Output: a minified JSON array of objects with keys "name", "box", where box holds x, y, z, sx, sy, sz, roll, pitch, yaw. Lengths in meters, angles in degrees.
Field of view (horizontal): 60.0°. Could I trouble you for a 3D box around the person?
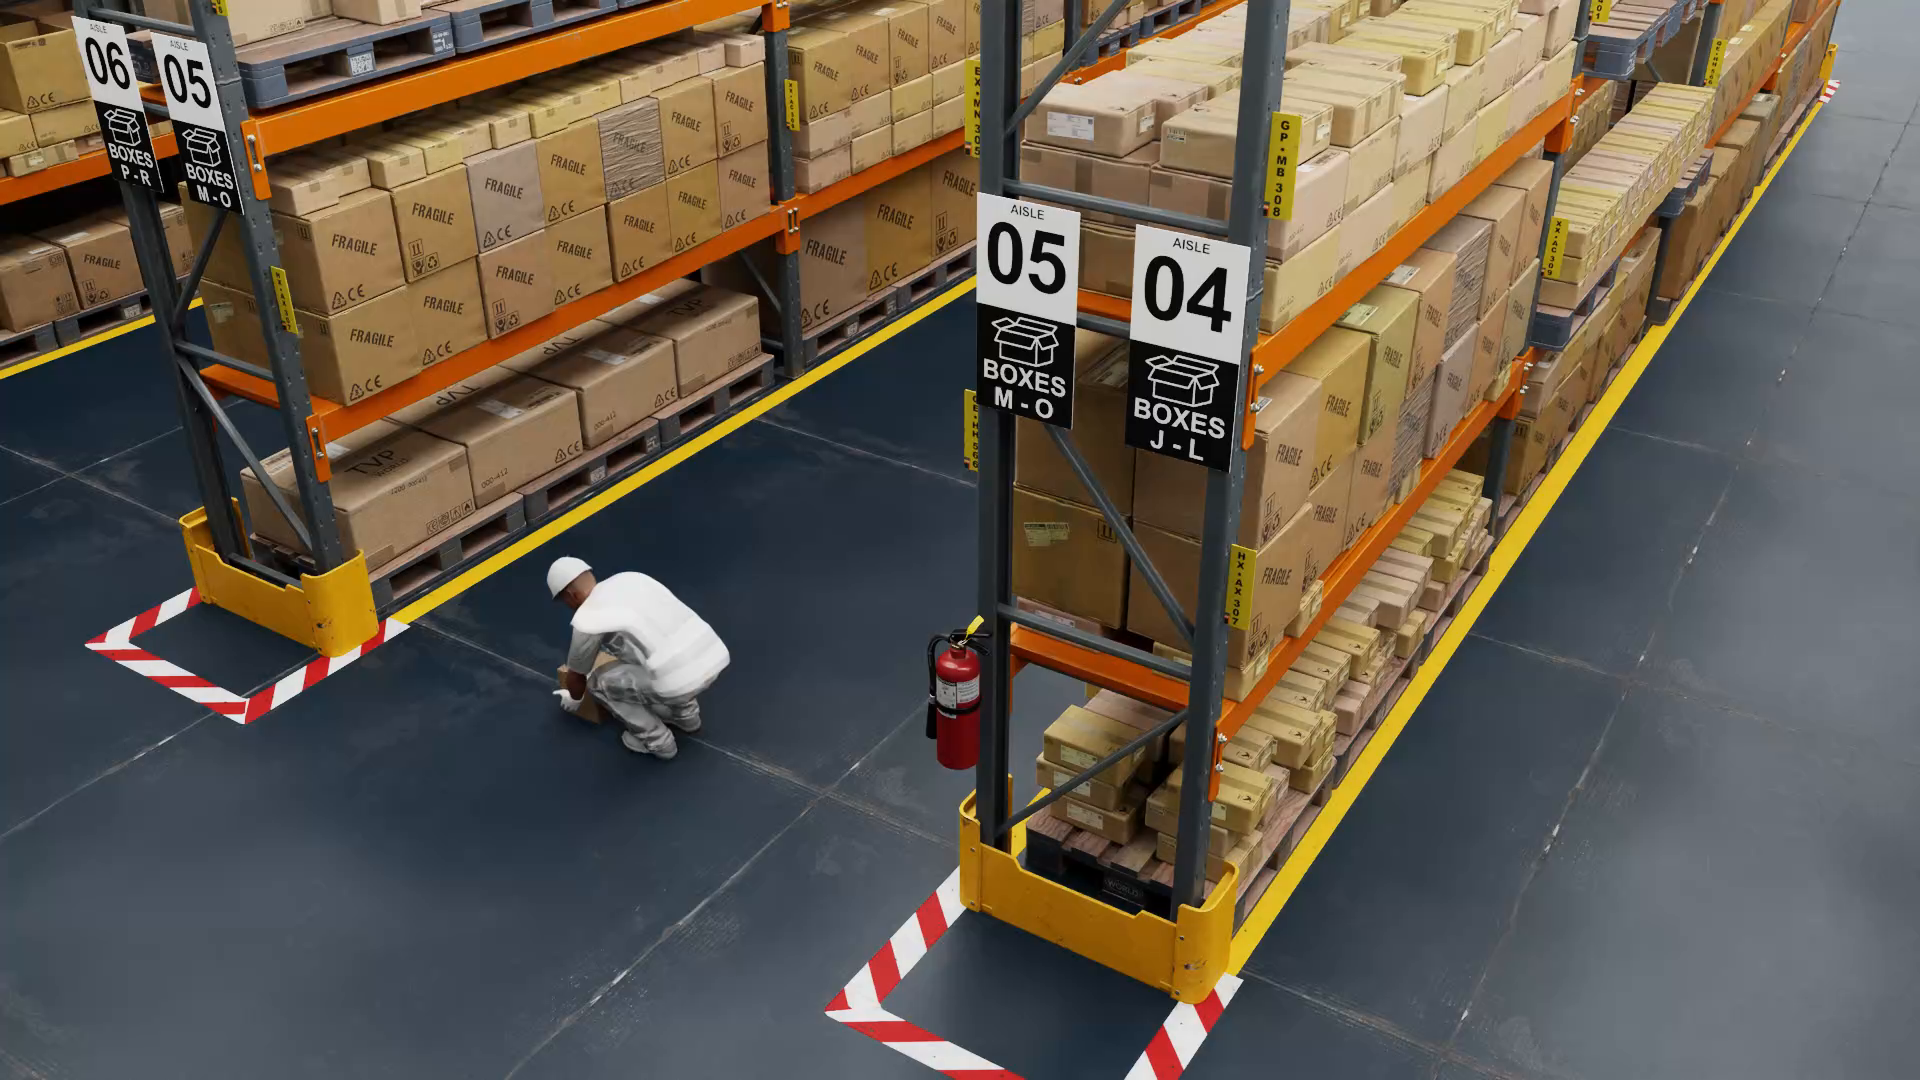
[{"name":"person","box":[-1.575,0.563,8.080,0.906,0.907,0.568,18,35,27]}]
